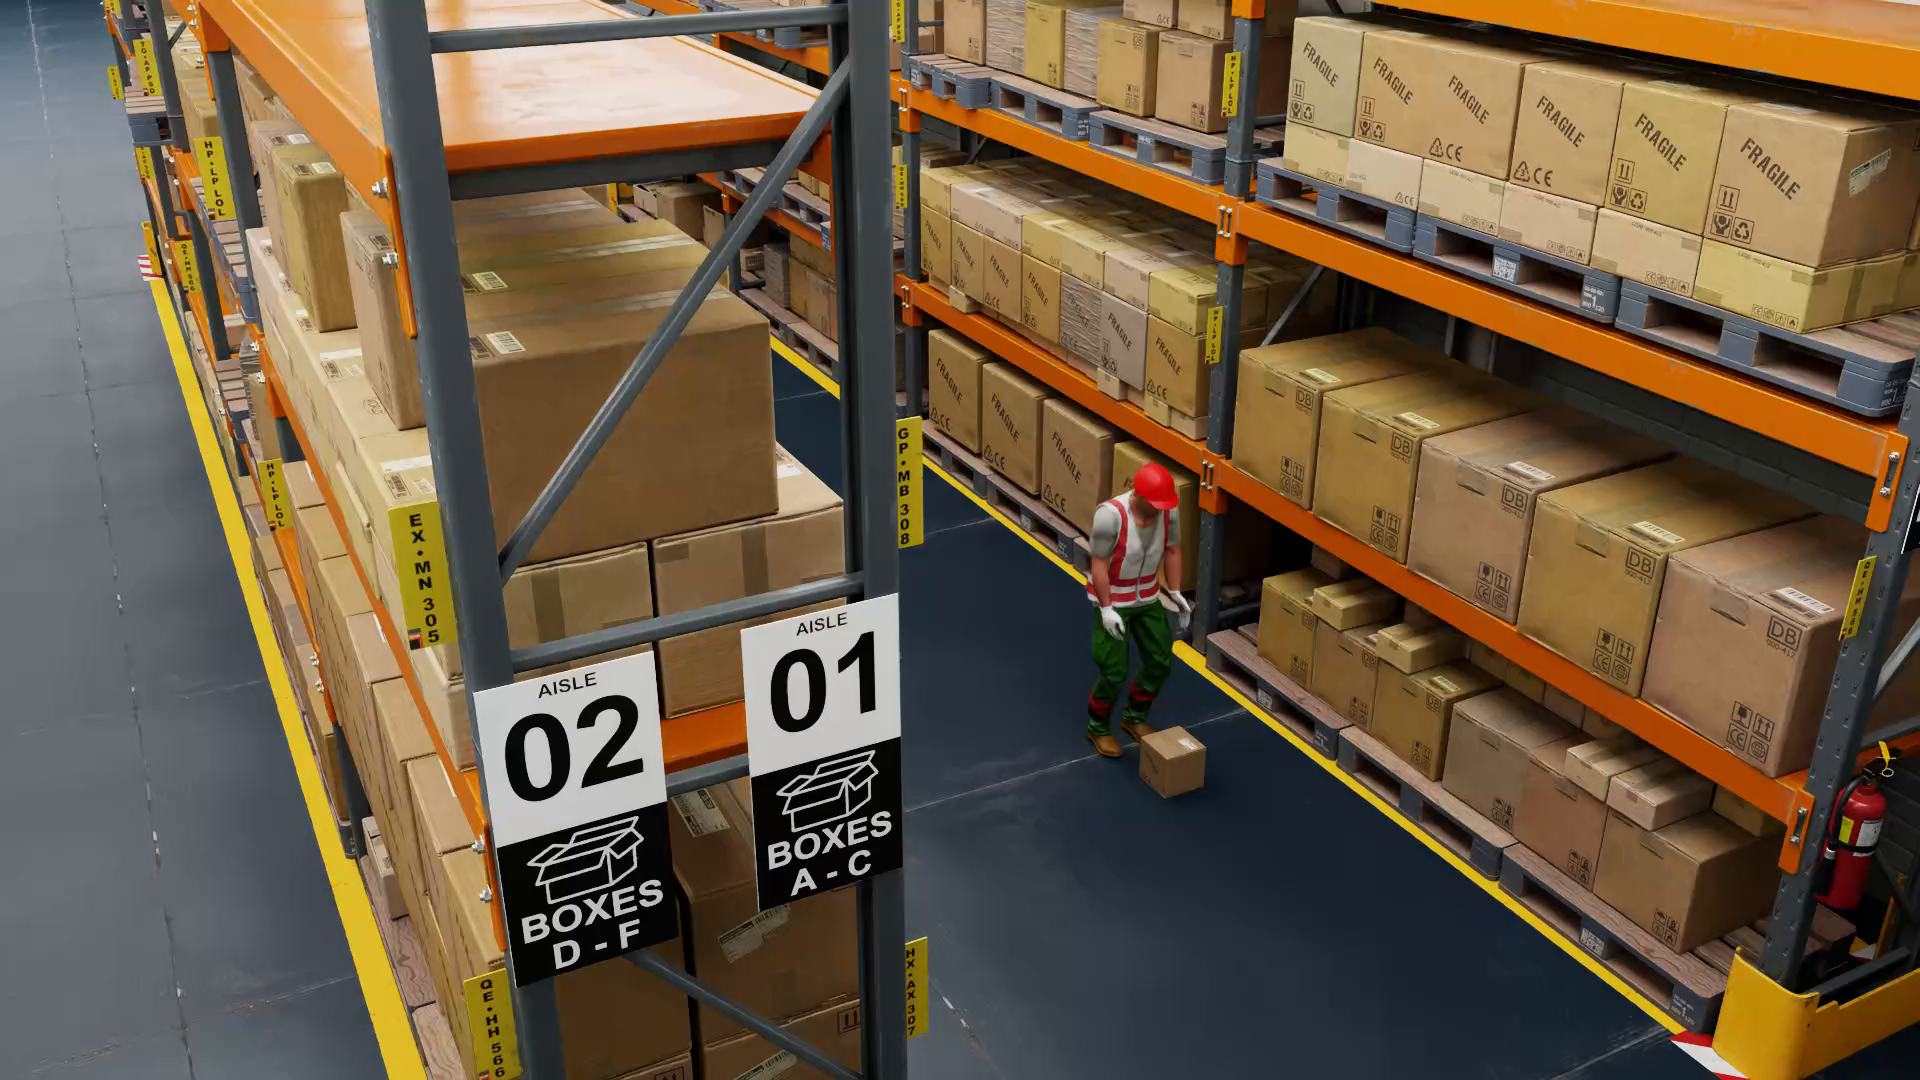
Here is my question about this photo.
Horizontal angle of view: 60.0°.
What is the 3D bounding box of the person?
[{"bbox_3d":[0.948,0.349,8.936,0.551,1.710,0.496,-12,28,-24],"label":"person"}]
